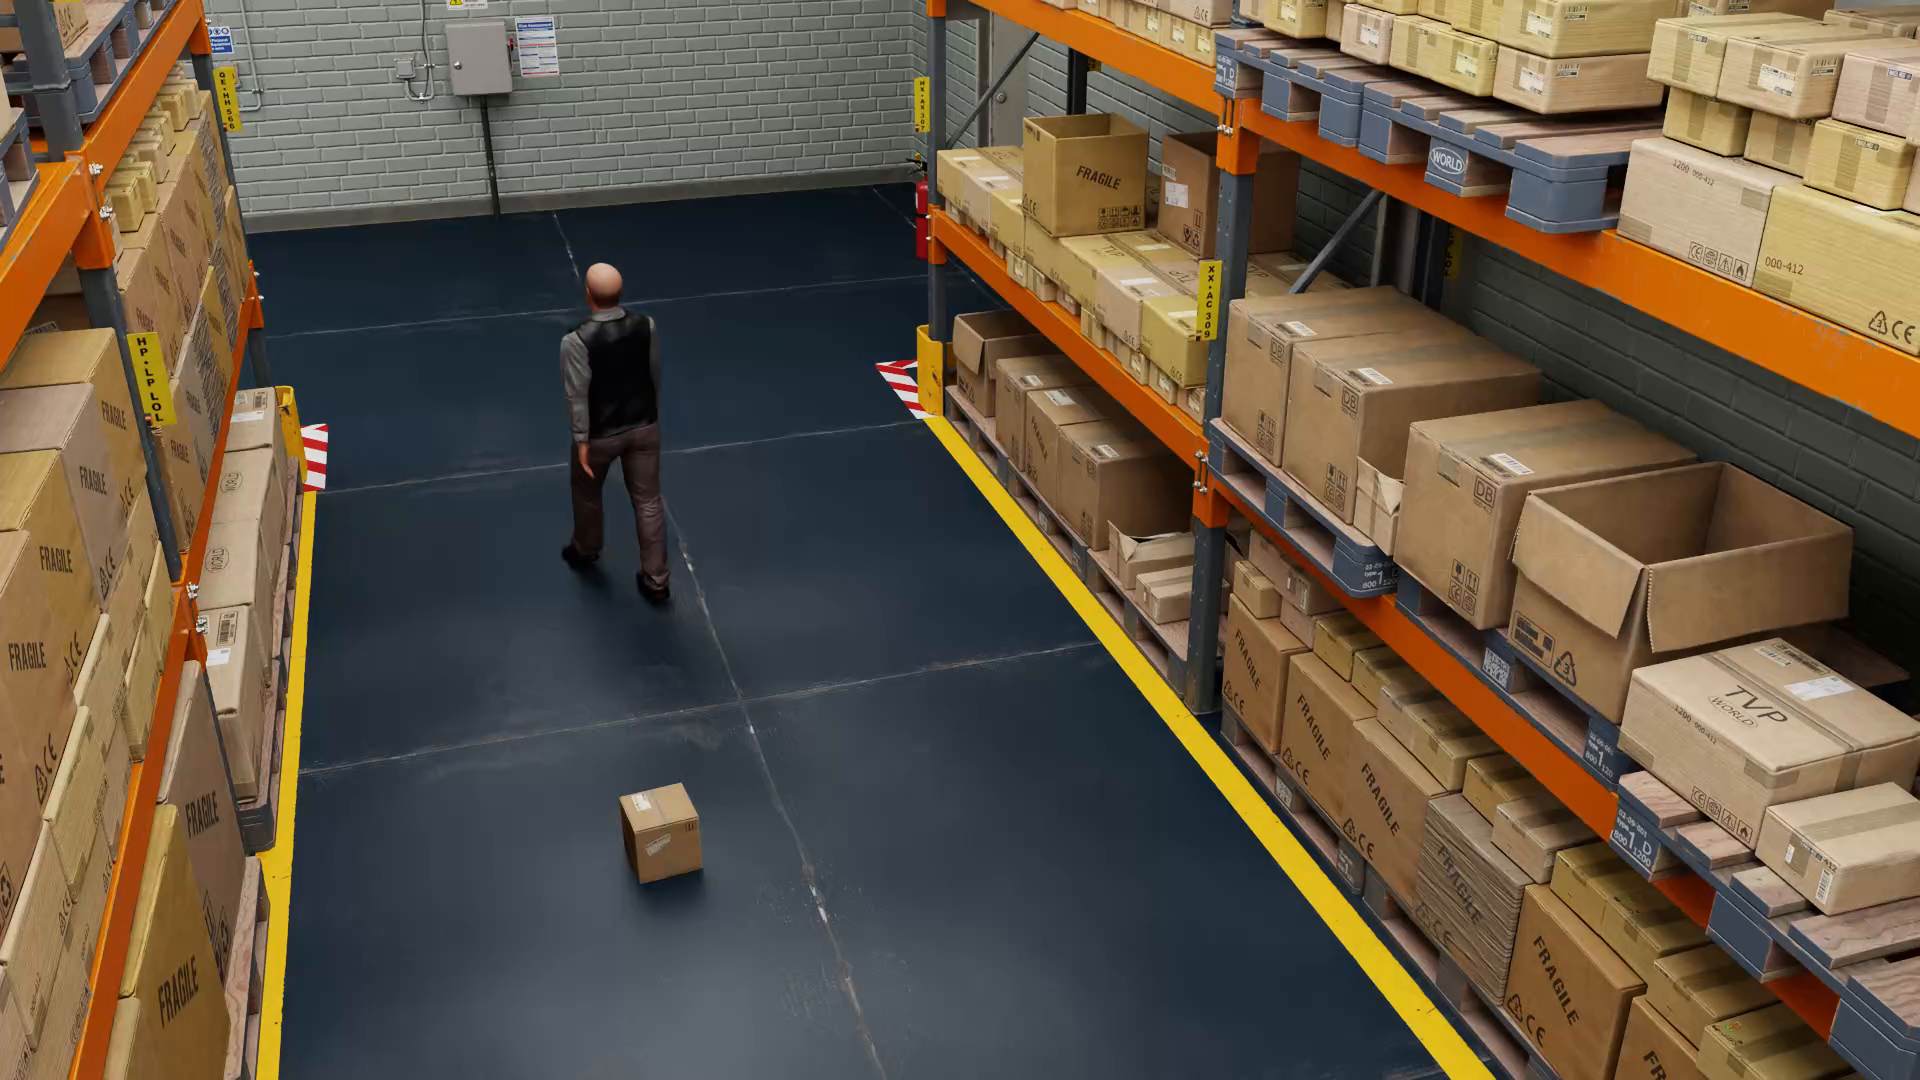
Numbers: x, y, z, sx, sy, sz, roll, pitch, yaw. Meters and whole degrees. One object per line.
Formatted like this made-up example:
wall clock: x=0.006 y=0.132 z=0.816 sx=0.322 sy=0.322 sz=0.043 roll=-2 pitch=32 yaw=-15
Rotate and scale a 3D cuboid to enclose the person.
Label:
person: x=-1.742 y=-0.578 z=8.309 sx=0.550 sy=1.710 sz=0.887 roll=-15 pitch=30 yaw=-28
